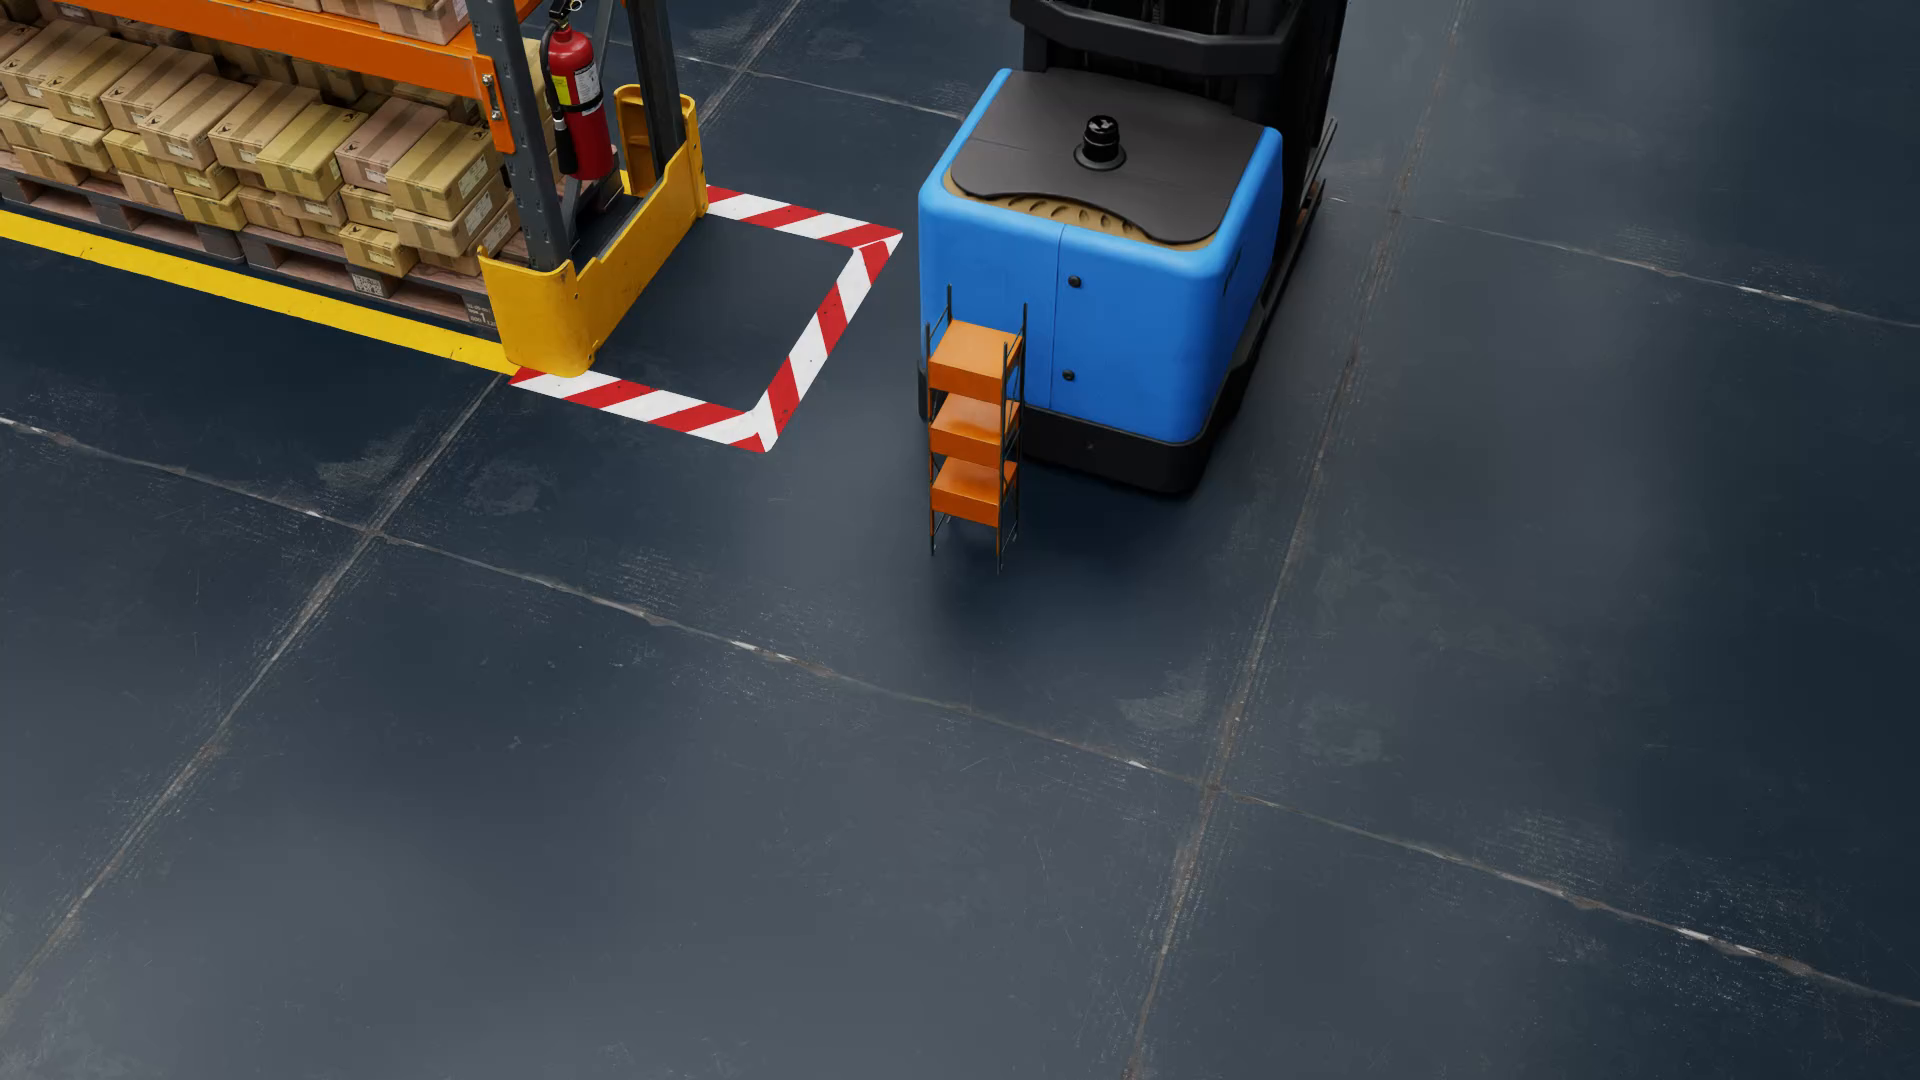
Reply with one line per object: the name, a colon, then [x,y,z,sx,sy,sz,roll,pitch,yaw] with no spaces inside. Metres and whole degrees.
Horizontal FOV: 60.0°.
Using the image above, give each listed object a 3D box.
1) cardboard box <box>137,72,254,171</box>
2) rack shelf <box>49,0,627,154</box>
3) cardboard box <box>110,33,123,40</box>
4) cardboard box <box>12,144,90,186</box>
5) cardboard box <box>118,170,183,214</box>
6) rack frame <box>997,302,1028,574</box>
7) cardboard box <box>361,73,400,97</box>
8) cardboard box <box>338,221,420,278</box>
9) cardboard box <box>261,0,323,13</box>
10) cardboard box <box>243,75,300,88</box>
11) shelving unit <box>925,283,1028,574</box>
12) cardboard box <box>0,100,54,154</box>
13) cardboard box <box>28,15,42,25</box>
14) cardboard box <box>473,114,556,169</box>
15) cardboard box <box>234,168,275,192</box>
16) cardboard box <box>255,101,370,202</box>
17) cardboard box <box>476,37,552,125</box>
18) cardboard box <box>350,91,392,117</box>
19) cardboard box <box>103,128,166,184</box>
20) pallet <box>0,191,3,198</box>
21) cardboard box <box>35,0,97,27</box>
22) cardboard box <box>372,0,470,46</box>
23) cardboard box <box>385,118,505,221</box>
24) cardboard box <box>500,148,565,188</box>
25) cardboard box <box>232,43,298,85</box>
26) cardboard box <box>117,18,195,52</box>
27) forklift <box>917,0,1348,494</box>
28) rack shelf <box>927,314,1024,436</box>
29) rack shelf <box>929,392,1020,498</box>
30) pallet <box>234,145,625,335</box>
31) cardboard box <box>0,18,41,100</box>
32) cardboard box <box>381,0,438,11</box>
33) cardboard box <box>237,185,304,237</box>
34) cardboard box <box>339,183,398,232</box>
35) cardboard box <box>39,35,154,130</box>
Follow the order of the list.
cardboard box: [-2.904,-1.605,6.371,0.250,0.149,0.380,17,51,14]
rack shelf: [-3.201,-2.308,6.241,4.000,0.370,1.077,16,51,13]
cardboard box: [-3.464,-2.119,7.013,0.250,0.149,0.380,13,50,11]
cardboard box: [-3.615,-1.637,6.792,0.250,0.149,0.380,14,51,12]
cardboard box: [-3.131,-1.503,6.676,0.250,0.149,0.380,17,51,14]
rack frame: [0.165,-0.298,5.313,0.008,1.050,0.200,16,51,13]
cardboard box: [-2.190,-1.940,6.661,0.250,0.149,0.380,15,51,13]
cardboard box: [-2.167,-1.209,6.421,0.250,0.149,0.380,17,51,14]
cardboard box: [-2.189,-1.969,5.638,0.250,0.149,0.380,15,51,13]
cardboard box: [-2.709,-1.899,6.823,0.250,0.149,0.380,13,50,11]
shelving unit: [0.050,-0.330,5.341,0.252,1.050,0.215,16,51,13]
cardboard box: [-3.621,-1.733,6.679,0.250,0.149,0.380,15,51,13]
cardboard box: [-3.954,-2.256,7.132,0.250,0.149,0.380,16,51,13]
cardboard box: [-1.727,-1.640,6.598,0.250,0.149,0.380,18,51,15]
cardboard box: [-2.623,-1.535,6.507,0.250,0.149,0.380,15,51,13]
cardboard box: [-2.412,-1.461,6.247,0.250,0.149,0.380,15,51,12]
cardboard box: [-1.698,-1.796,6.537,0.250,0.149,0.380,14,50,11]
cardboard box: [-2.225,-1.753,6.696,0.250,0.149,0.380,16,51,14]
cardboard box: [-3.131,-1.598,6.562,0.250,0.149,0.380,18,51,15]
pallet: [-4.434,-2.003,7.346,1.213,0.211,1.003,16,51,13]
cardboard box: [-3.661,-2.329,6.999,0.250,0.149,0.380,13,50,11]
cardboard box: [-1.728,-1.822,5.511,0.250,0.149,0.380,16,51,13]
cardboard box: [-1.909,-1.377,6.174,0.250,0.149,0.380,16,51,14]
cardboard box: [-1.705,-1.587,6.749,0.250,0.149,0.380,17,51,14]
cardboard box: [-2.709,-2.025,6.735,0.250,0.149,0.380,17,51,15]
cardboard box: [-3.209,-2.125,6.821,0.250,0.149,0.380,16,51,13]
forklift: [0.862,-2.260,5.769,1.130,2.935,3.031,17,51,14]
rack shelf: [0.050,-0.509,5.135,0.240,0.259,0.215,16,51,13]
rack shelf: [0.050,-0.323,5.349,0.240,0.259,0.215,16,51,13]
pallet: [-2.146,-1.364,6.792,1.213,0.211,1.003,16,51,13]
cardboard box: [-3.870,-1.906,6.632,0.250,0.149,0.380,17,51,14]
cardboard box: [-1.835,-2.085,5.309,0.500,0.500,0.500,17,51,14]
cardboard box: [-2.621,-1.394,6.582,0.250,0.149,0.380,16,51,13]
cardboard box: [-2.145,-1.363,6.358,0.250,0.149,0.380,15,51,12]
cardboard box: [-3.368,-1.801,6.541,0.250,0.149,0.380,16,51,13]
